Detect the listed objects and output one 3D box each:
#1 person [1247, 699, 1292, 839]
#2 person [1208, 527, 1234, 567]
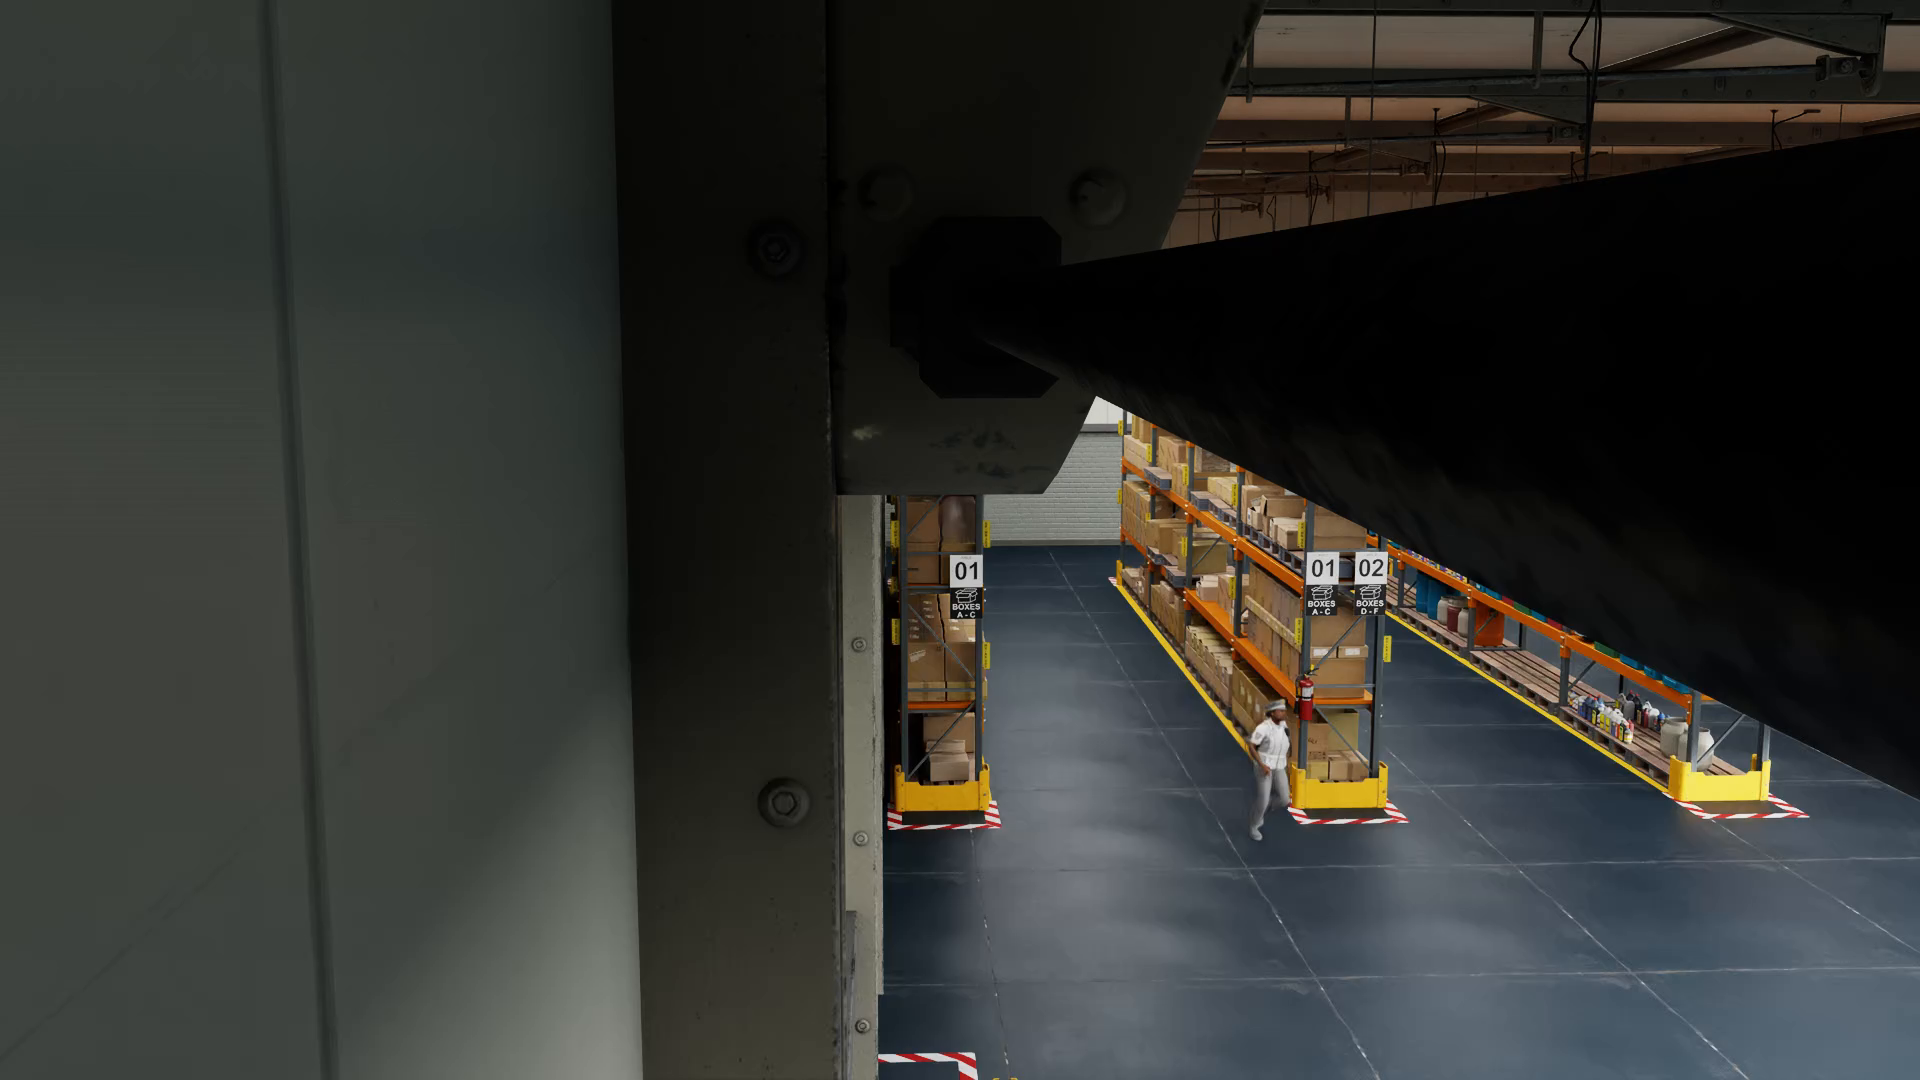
[{"bbox_3d":[3.679,2.673,19.516,0.627,1.642,0.505,-4,9,-27],"label":"person"},{"bbox_3d":[5.716,0.108,36.768,0.748,1.738,0.697,8,12,44],"label":"person"}]
